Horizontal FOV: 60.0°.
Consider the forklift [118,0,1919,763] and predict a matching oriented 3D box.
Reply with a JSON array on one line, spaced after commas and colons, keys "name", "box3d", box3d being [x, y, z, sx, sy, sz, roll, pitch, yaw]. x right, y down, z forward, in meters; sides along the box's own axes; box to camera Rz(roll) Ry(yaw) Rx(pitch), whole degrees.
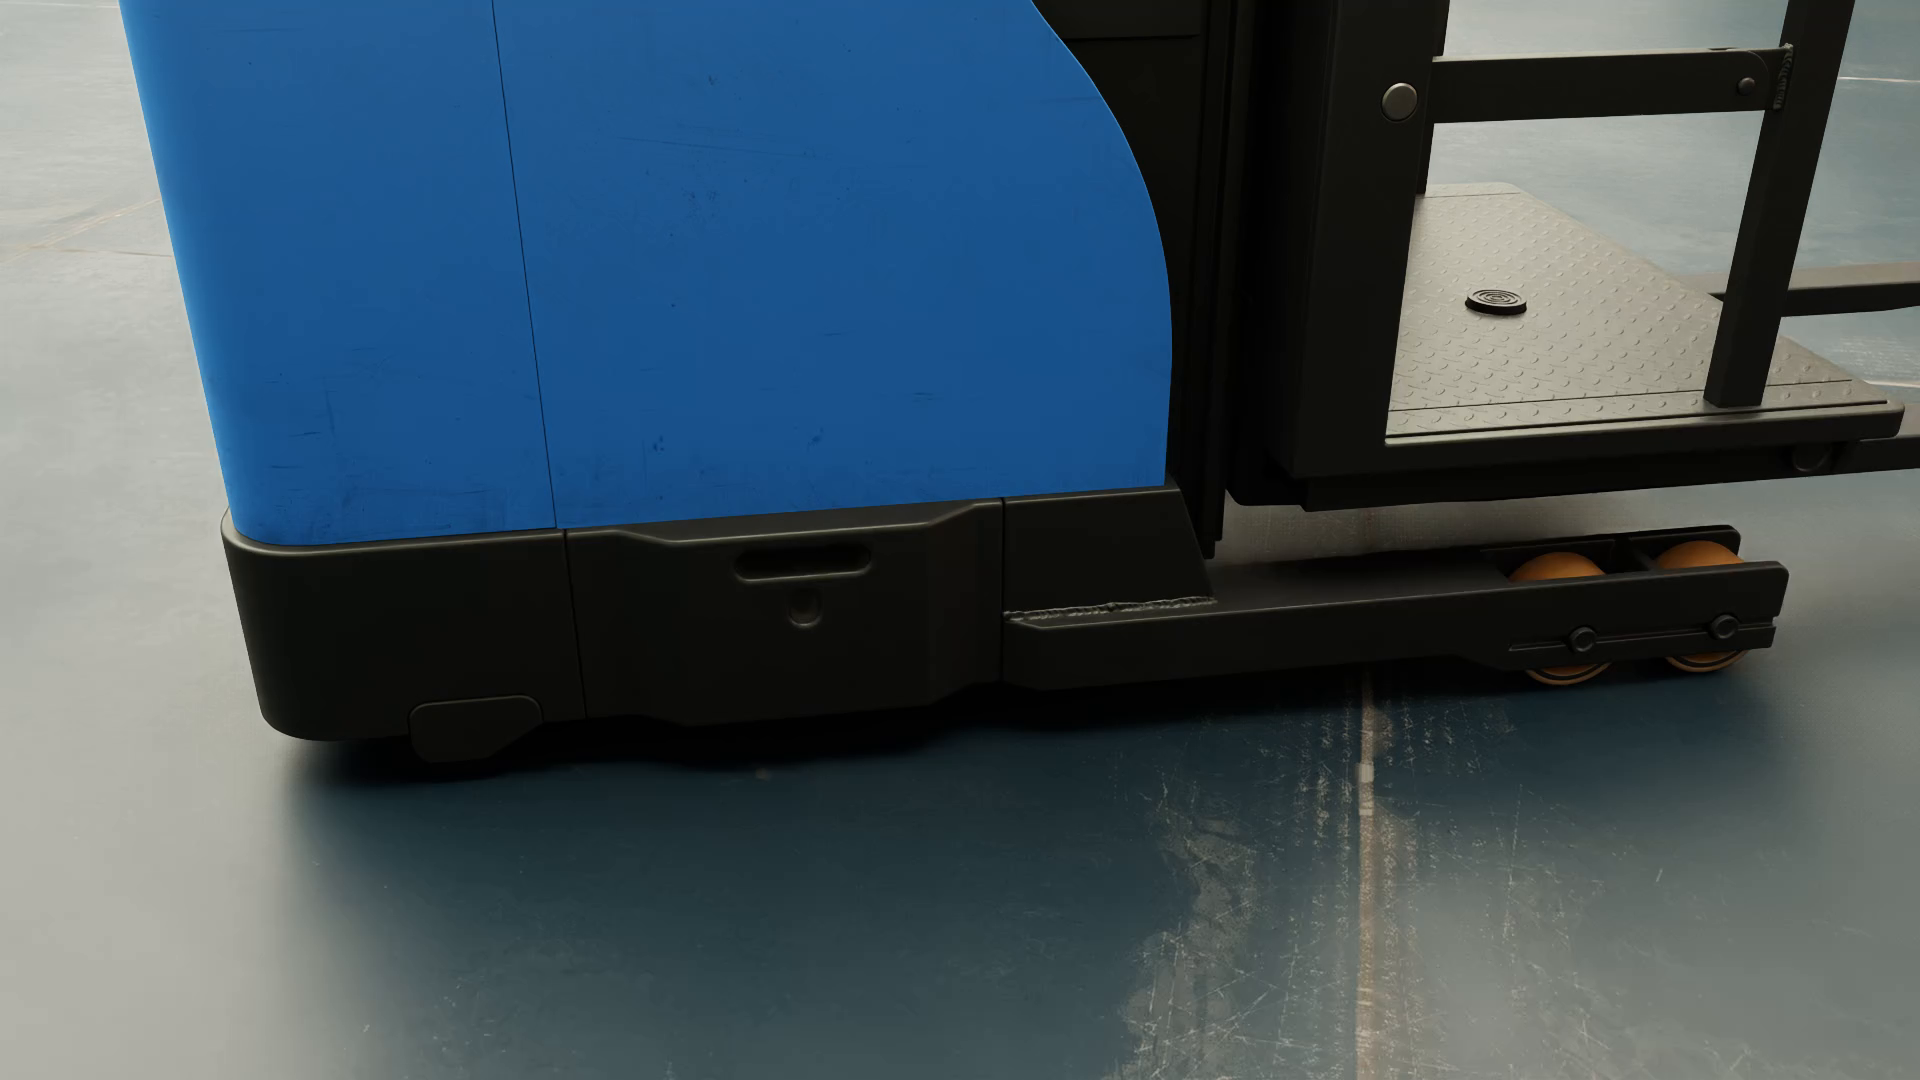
[{"name": "forklift", "box3d": [0.600, -1.354, 1.930, 3.031, 2.935, 1.130, -4, 27, -9]}]
